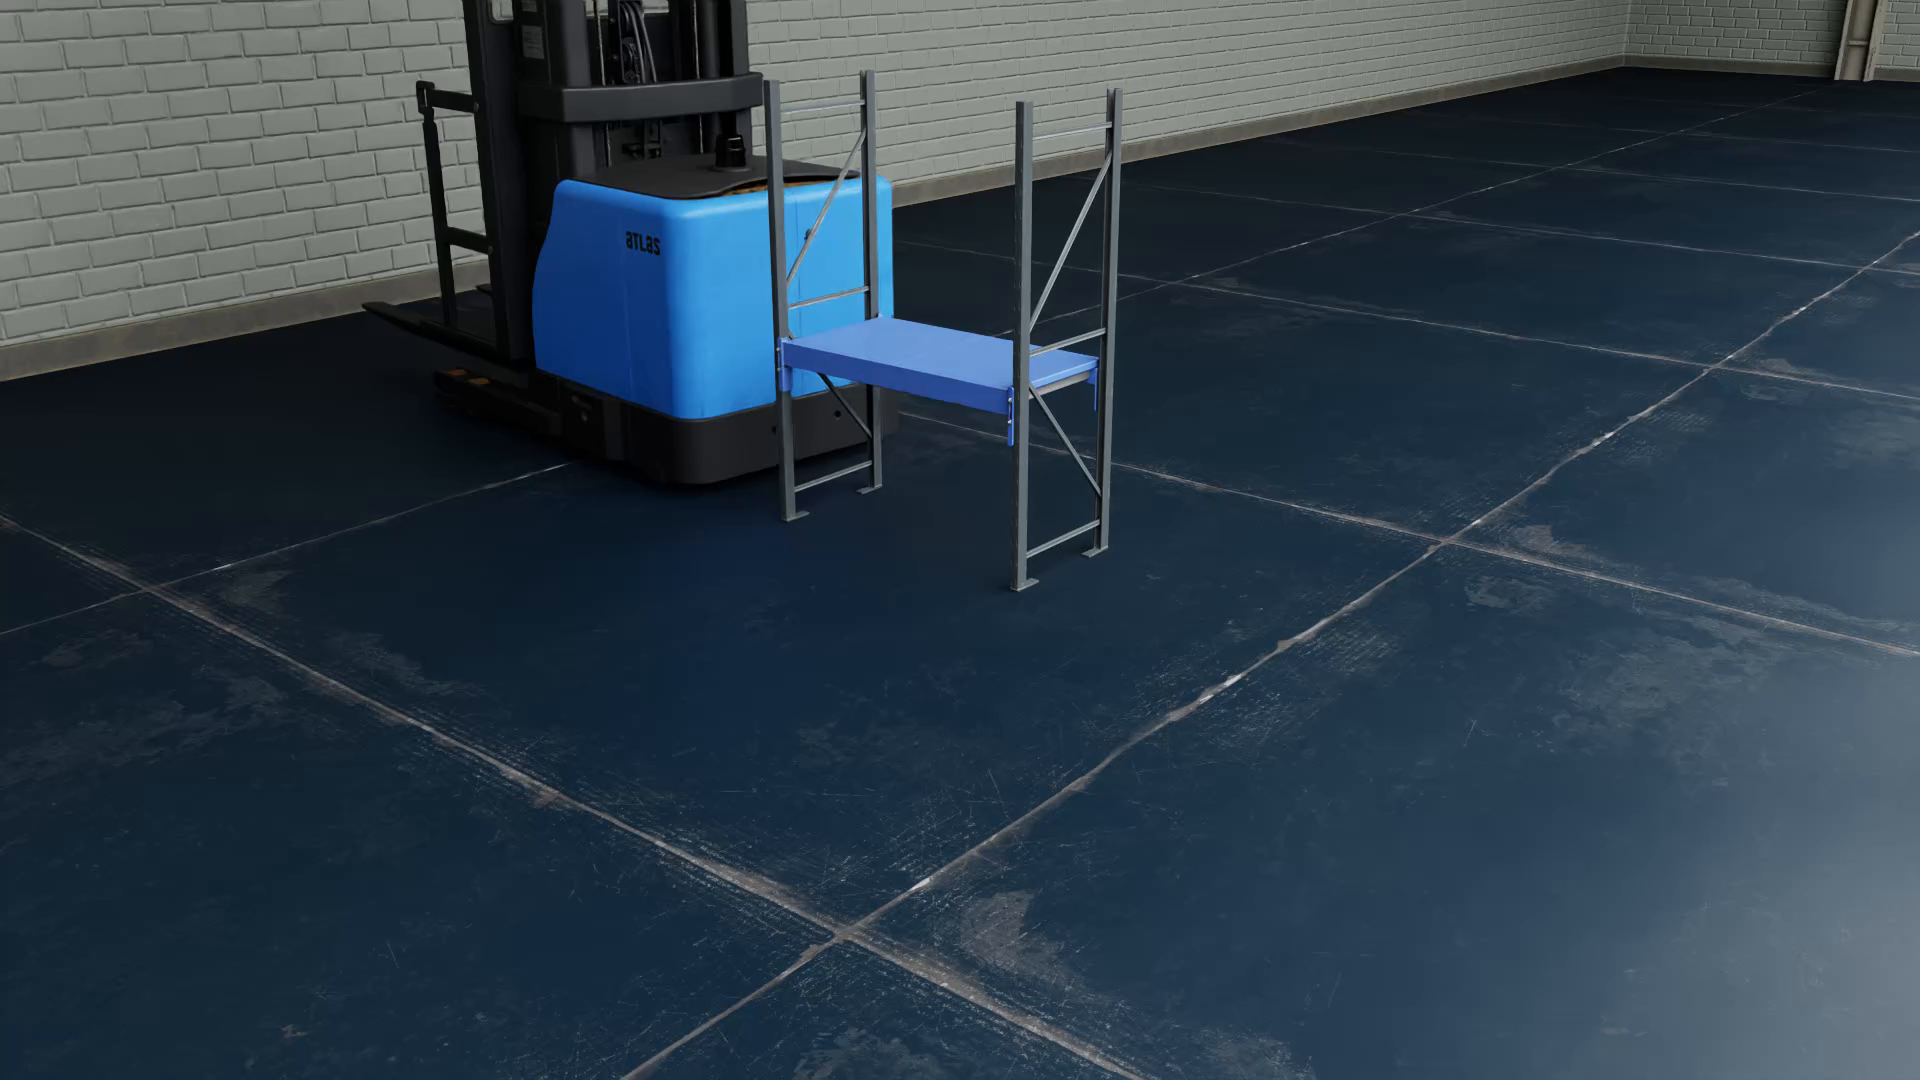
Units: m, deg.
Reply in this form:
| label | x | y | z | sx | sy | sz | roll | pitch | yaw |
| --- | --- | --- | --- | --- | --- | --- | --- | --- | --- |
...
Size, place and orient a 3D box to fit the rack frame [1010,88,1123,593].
| label | x | y | z | sx | sy | sz | roll | pitch | yaw |
| --- | --- | --- | --- | --- | --- | --- | --- | --- | --- |
| rack frame | 0.328 | -0.607 | 5.153 | 0.032 | 1.500 | 0.500 | 16 | 26 | 36 |

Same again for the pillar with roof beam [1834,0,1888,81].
| label | x | y | z | sx | sy | sz | roll | pitch | yaw |
| --- | --- | --- | --- | --- | --- | --- | --- | --- | --- |
| pillar with roof beam | 8.739 | -8.941 | 16.626 | 0.400 | 9.000 | 9.100 | 16 | 26 | 36 |

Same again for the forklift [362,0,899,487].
| label | x | y | z | sx | sy | sz | roll | pitch | yaw |
| --- | --- | --- | --- | --- | --- | --- | --- | --- | --- |
| forklift | -1.622 | -2.002 | 6.824 | 1.130 | 2.935 | 3.031 | -19 | 27 | -40 |

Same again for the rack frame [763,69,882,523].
| label | x | y | z | sx | sy | sz | roll | pitch | yaw |
| --- | --- | --- | --- | --- | --- | --- | --- | --- | --- |
| rack frame | -0.460 | -0.834 | 5.755 | 0.032 | 1.500 | 0.500 | 16 | 26 | 36 |

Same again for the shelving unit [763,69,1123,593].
| label | x | y | z | sx | sy | sz | roll | pitch | yaw |
| --- | --- | --- | --- | --- | --- | --- | --- | --- | --- |
| shelving unit | -0.066 | -0.721 | 5.454 | 1.048 | 1.500 | 0.538 | 16 | 26 | 36 |

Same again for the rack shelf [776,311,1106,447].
| label | x | y | z | sx | sy | sz | roll | pitch | yaw |
| --- | --- | --- | --- | --- | --- | --- | --- | --- | --- |
| rack shelf | -0.066 | -0.552 | 5.517 | 1.000 | 0.185 | 0.538 | 16 | 26 | 36 |
